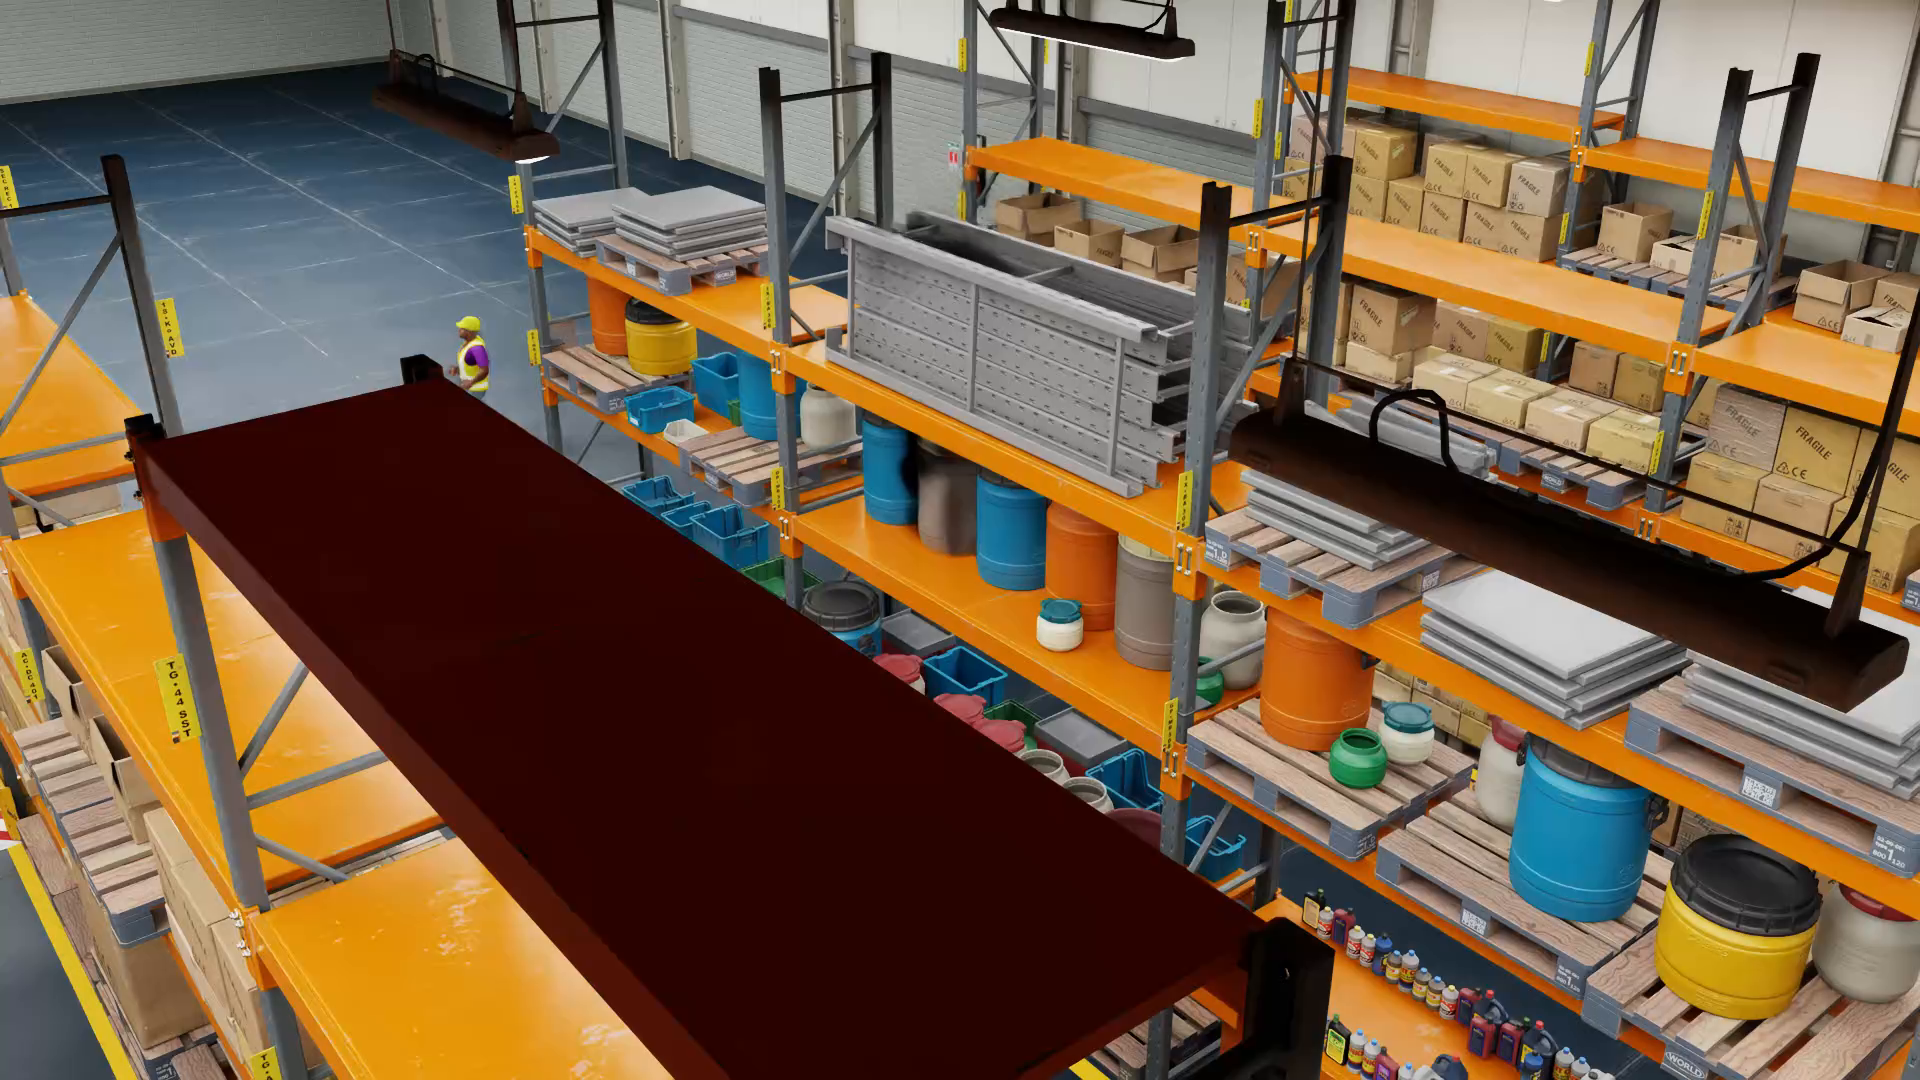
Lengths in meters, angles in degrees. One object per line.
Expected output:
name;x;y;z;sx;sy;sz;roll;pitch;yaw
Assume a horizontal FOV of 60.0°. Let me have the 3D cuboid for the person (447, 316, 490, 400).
person;-5.890;-1.882;20.177;0.603;1.718;0.696;-8;27;-16
